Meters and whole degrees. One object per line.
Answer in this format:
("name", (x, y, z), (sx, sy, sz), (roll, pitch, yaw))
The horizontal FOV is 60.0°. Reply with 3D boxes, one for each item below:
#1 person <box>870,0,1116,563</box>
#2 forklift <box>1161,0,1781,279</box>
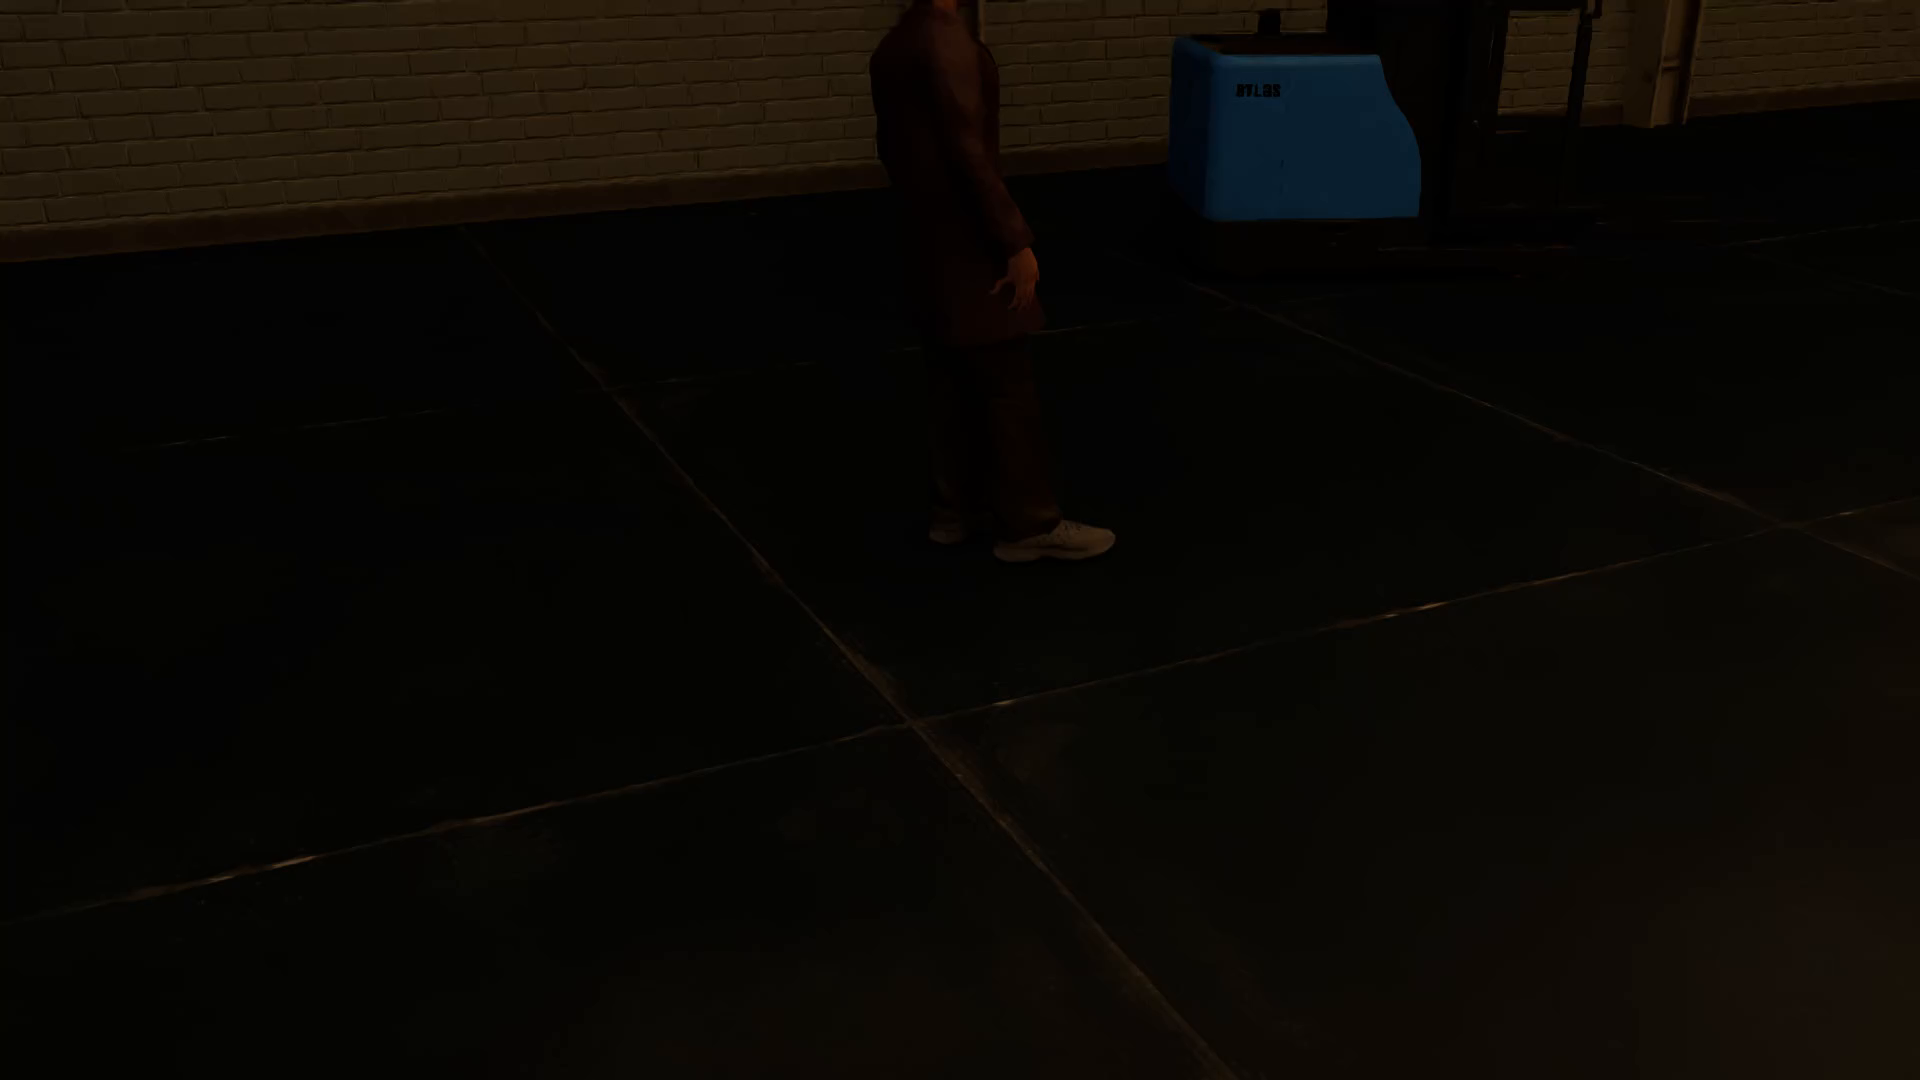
("person", (0.085, -0.841, 4.795), (0.580, 1.776, 0.694), (-10, 25, -23))
("forklift", (2.628, -2.844, 8.133), (3.031, 2.935, 1.130), (-2, 23, -5))
